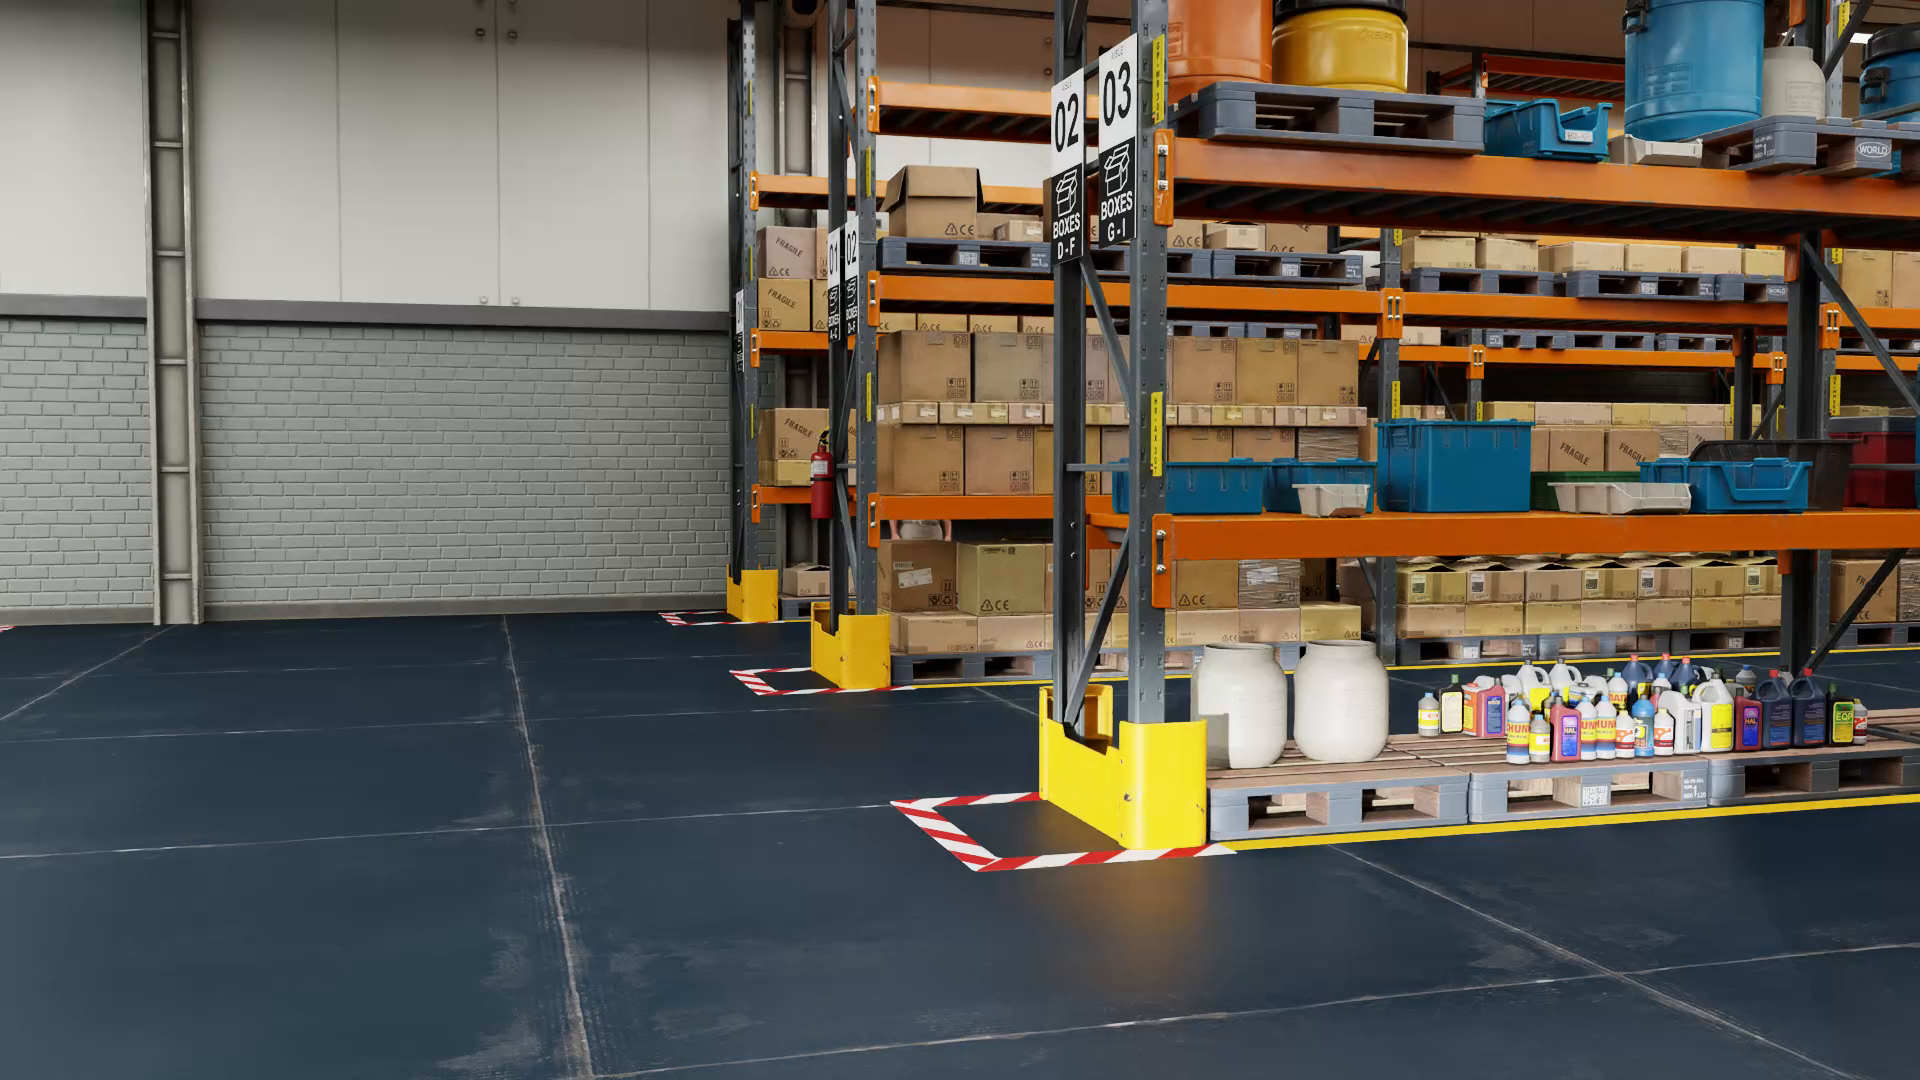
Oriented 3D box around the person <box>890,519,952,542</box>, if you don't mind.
[{"bbox_3d":[-0.350,-0.024,14.951,0.601,1.726,0.390,-1,3,-20],"label":"person"}]
